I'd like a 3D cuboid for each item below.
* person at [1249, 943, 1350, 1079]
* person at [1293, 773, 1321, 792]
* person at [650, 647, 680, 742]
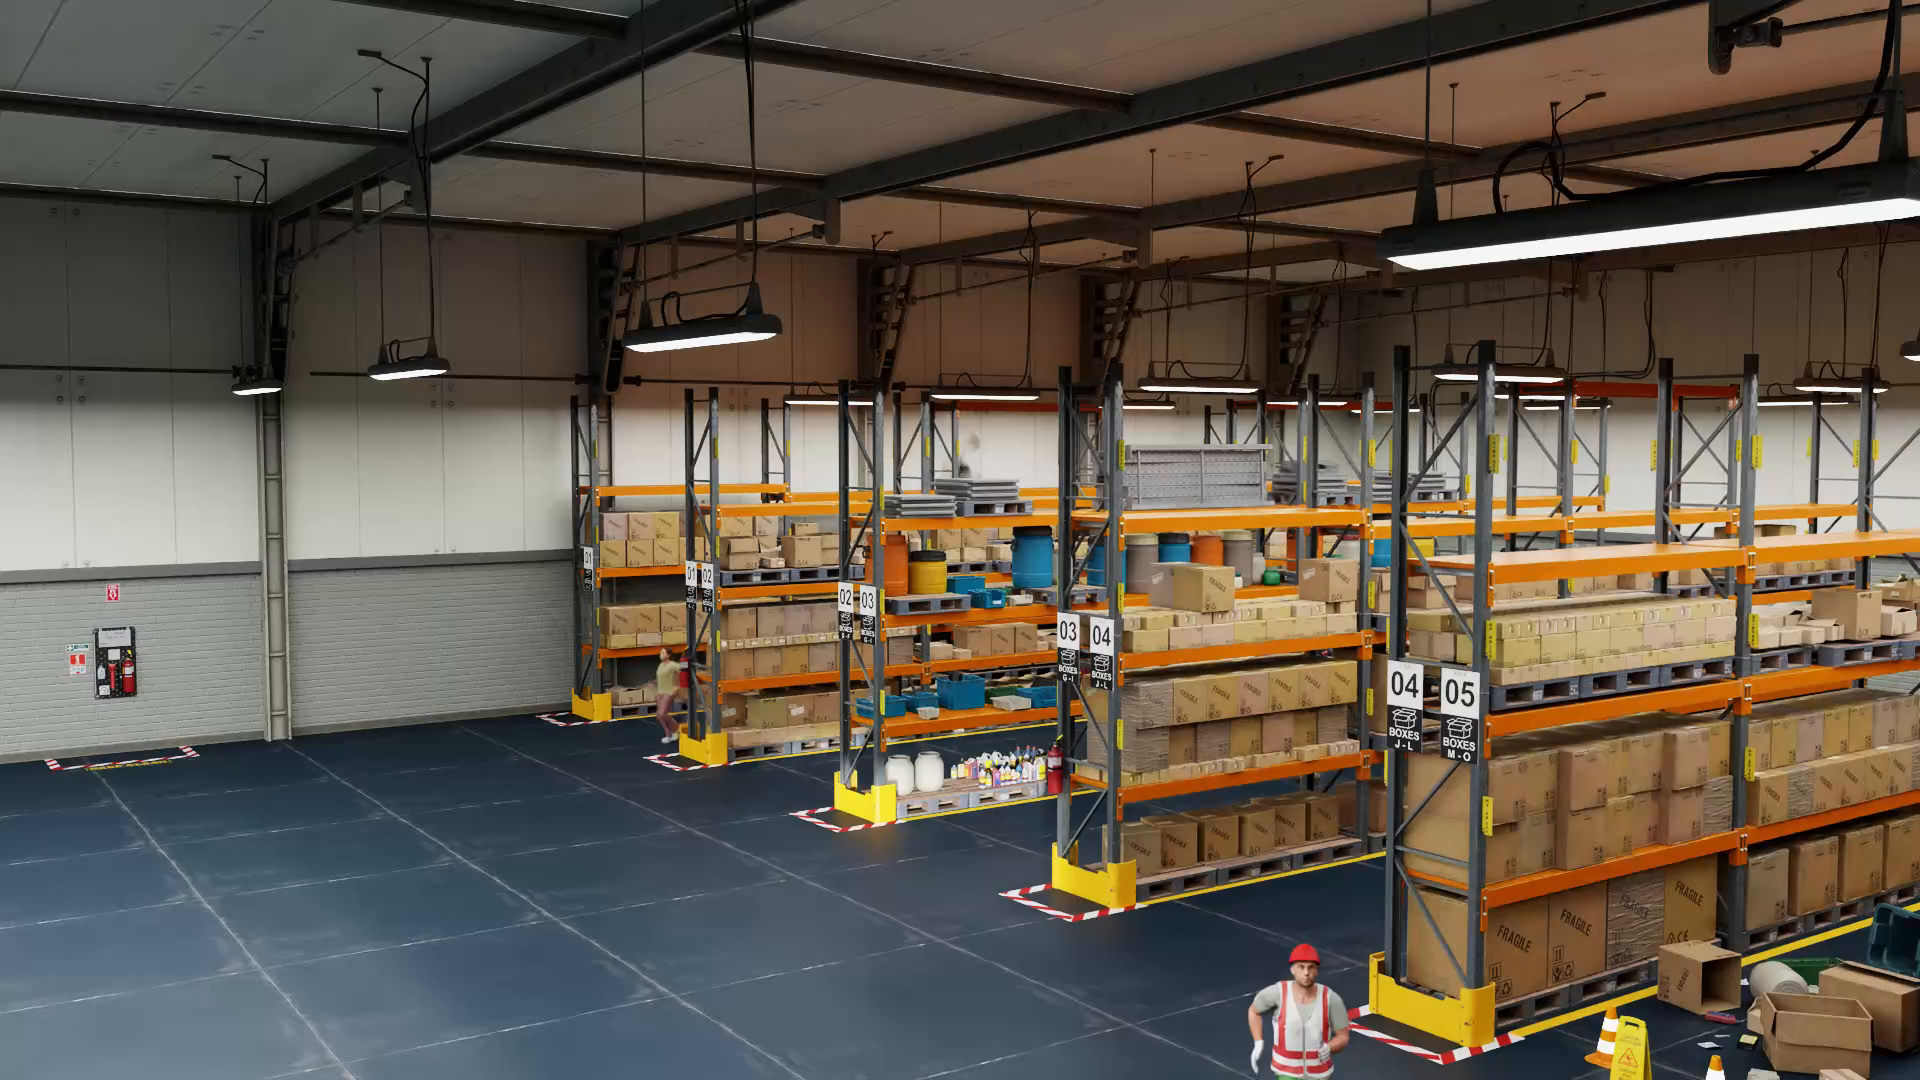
[{"bbox_3d":[2.284,3.598,11.125,0.641,1.785,0.702,0,3,0],"label":"person"},{"bbox_3d":[4.897,2.930,23.234,0.752,1.700,0.663,-3,5,-45],"label":"person"},{"bbox_3d":[-5.008,2.635,28.302,0.580,1.643,0.524,3,4,39],"label":"person"}]
